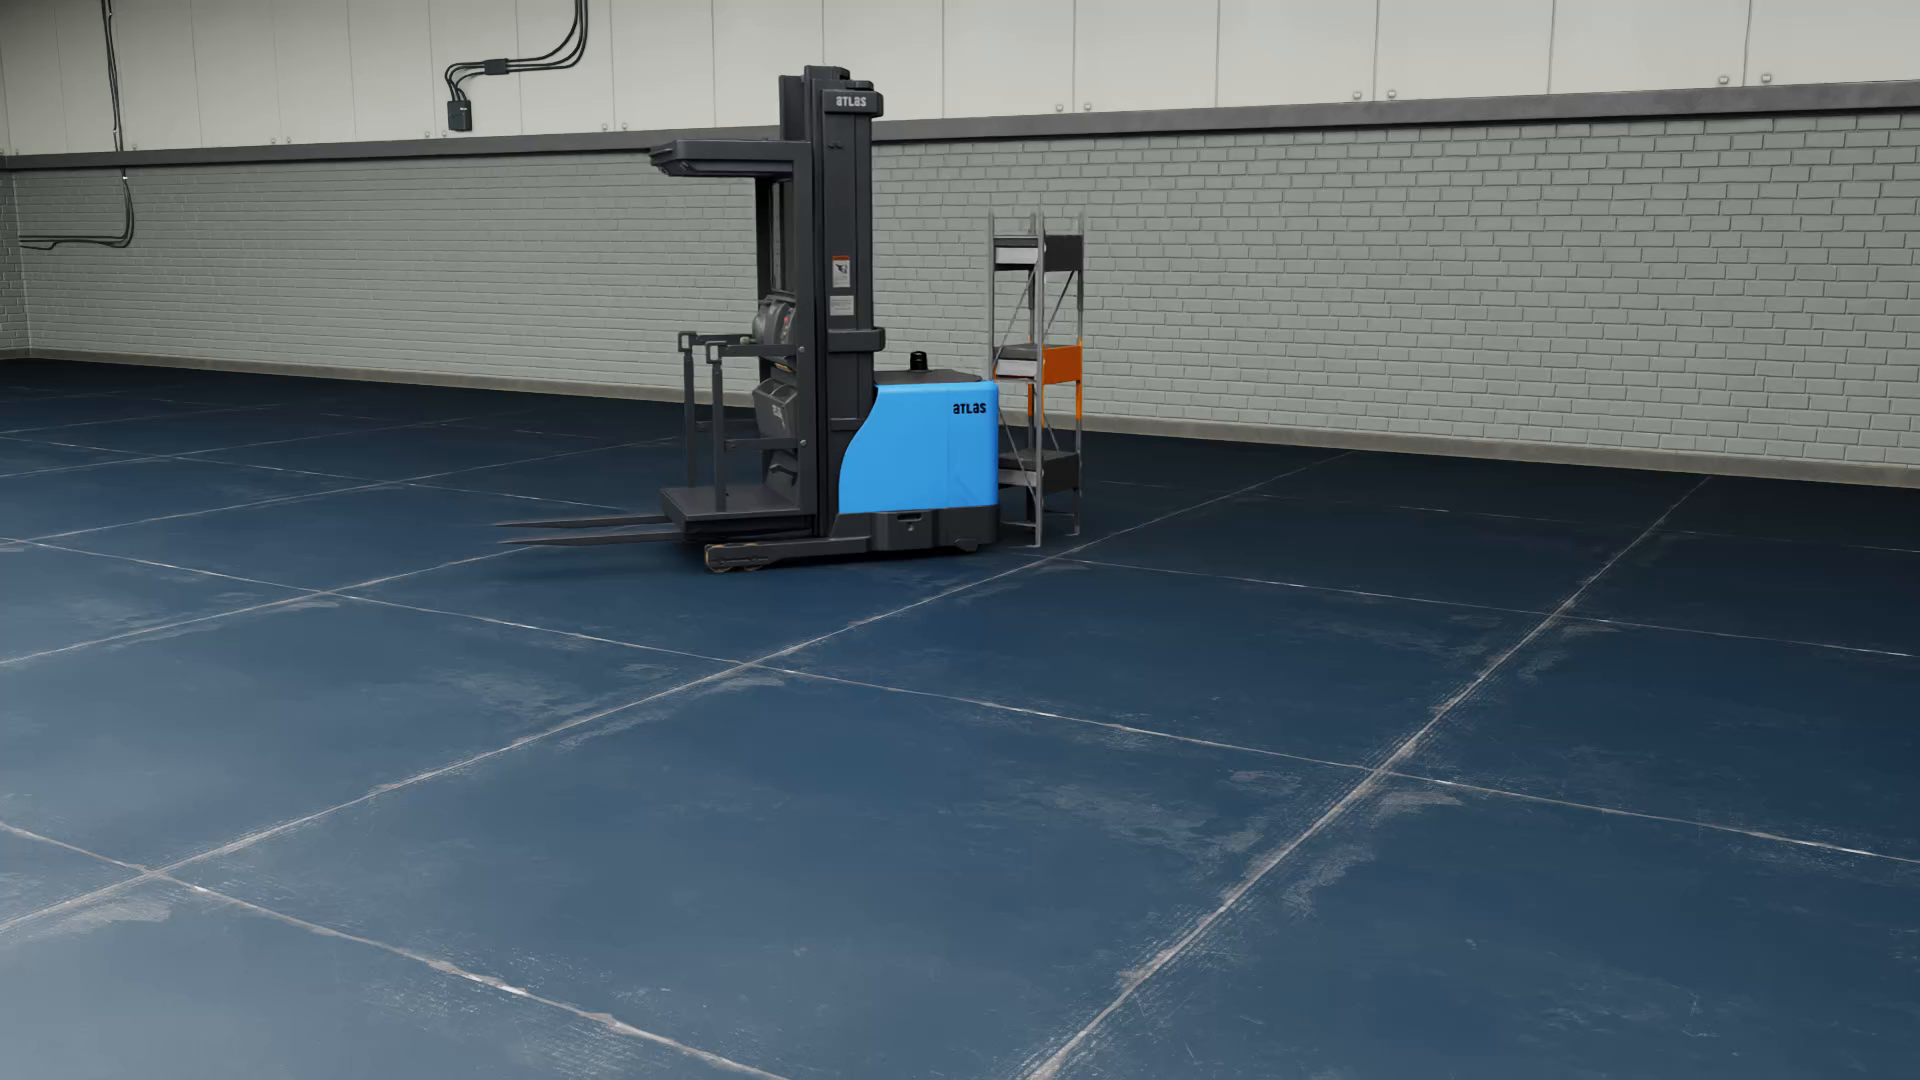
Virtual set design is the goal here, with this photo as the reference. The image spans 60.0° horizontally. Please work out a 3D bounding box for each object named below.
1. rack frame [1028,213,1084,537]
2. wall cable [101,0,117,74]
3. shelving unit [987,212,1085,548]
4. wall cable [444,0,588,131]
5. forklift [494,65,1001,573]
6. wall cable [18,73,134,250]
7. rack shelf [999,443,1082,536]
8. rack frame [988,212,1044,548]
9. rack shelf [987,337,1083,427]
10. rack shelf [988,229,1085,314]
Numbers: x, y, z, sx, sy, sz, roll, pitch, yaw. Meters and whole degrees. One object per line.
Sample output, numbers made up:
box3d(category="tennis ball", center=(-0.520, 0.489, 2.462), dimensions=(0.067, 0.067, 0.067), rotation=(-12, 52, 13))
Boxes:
box3d(category="rack frame", center=(0.625, -1.075, 10.905), dimensions=(0.400, 2.100, 0.015), rotation=(7, 13, 34))
box3d(category="wall cable", center=(-11.127, -7.858, 23.102), dimensions=(3.097, 2.526, 0.112), rotation=(6, 12, 31))
box3d(category="shelving unit", center=(0.487, -1.038, 10.707), dimensions=(0.431, 2.100, 0.503), rotation=(7, 13, 34))
box3d(category="wall cable", center=(-5.334, -7.923, 19.491), dimensions=(2.305, 6.003, 0.169), rotation=(6, 12, 31))
box3d(category="forklift", center=(-1.319, -1.356, 10.145), dimensions=(3.031, 2.935, 1.130), rotation=(-4, 11, -18))
box3d(category="wall cable", center=(-13.439, -5.634, 24.948), dimensions=(3.097, 2.526, 0.112), rotation=(6, 12, 31))
box3d(category="rack shelf", center=(0.487, -0.337, 10.839), dimensions=(0.431, 0.518, 0.480), rotation=(7, 13, 34))
box3d(category="rack frame", center=(0.349, -1.001, 10.510), dimensions=(0.400, 2.100, 0.015), rotation=(7, 13, 34))
box3d(category="rack shelf", center=(0.487, -1.025, 10.710), dimensions=(0.431, 0.518, 0.480), rotation=(7, 13, 34))
box3d(category="rack shelf", center=(0.487, -1.713, 10.581), dimensions=(0.431, 0.518, 0.480), rotation=(7, 13, 34))
